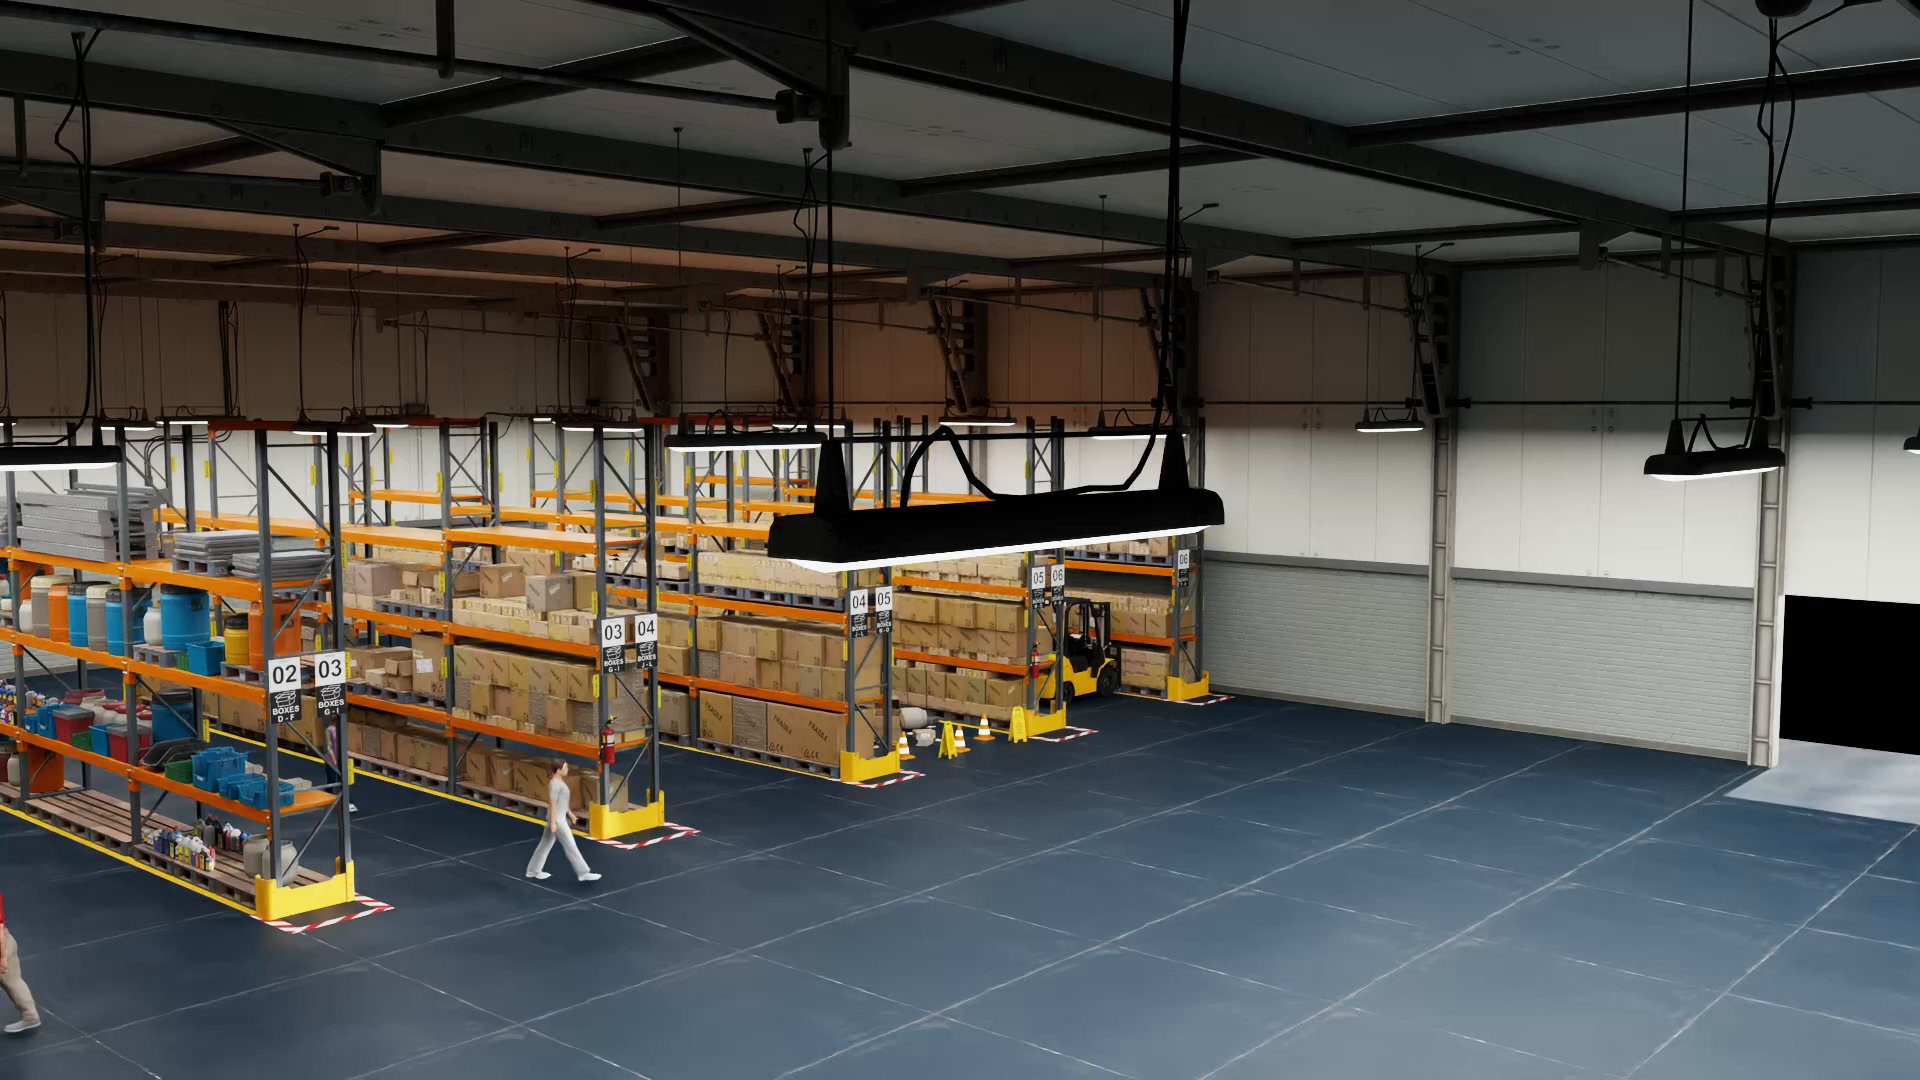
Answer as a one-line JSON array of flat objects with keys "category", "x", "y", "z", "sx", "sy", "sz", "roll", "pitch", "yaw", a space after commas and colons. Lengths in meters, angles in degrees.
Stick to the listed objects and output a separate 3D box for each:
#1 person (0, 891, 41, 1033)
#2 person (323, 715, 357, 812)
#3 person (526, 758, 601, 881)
[{"category": "person", "x": -9.662, "y": 4.093, "z": 16.506, "sx": 0.872, "sy": 1.688, "sz": 0.583, "roll": -2, "pitch": 5, "yaw": -20}, {"category": "person", "x": -9.630, "y": 3.412, "z": 25.815, "sx": 0.403, "sy": 1.518, "sz": 0.964, "roll": -5, "pitch": 7, "yaw": -44}, {"category": "person", "x": -5.239, "y": 3.682, "z": 21.922, "sx": 1.006, "sy": 1.596, "sz": 0.481, "roll": 0, "pitch": 5, "yaw": -6}]
